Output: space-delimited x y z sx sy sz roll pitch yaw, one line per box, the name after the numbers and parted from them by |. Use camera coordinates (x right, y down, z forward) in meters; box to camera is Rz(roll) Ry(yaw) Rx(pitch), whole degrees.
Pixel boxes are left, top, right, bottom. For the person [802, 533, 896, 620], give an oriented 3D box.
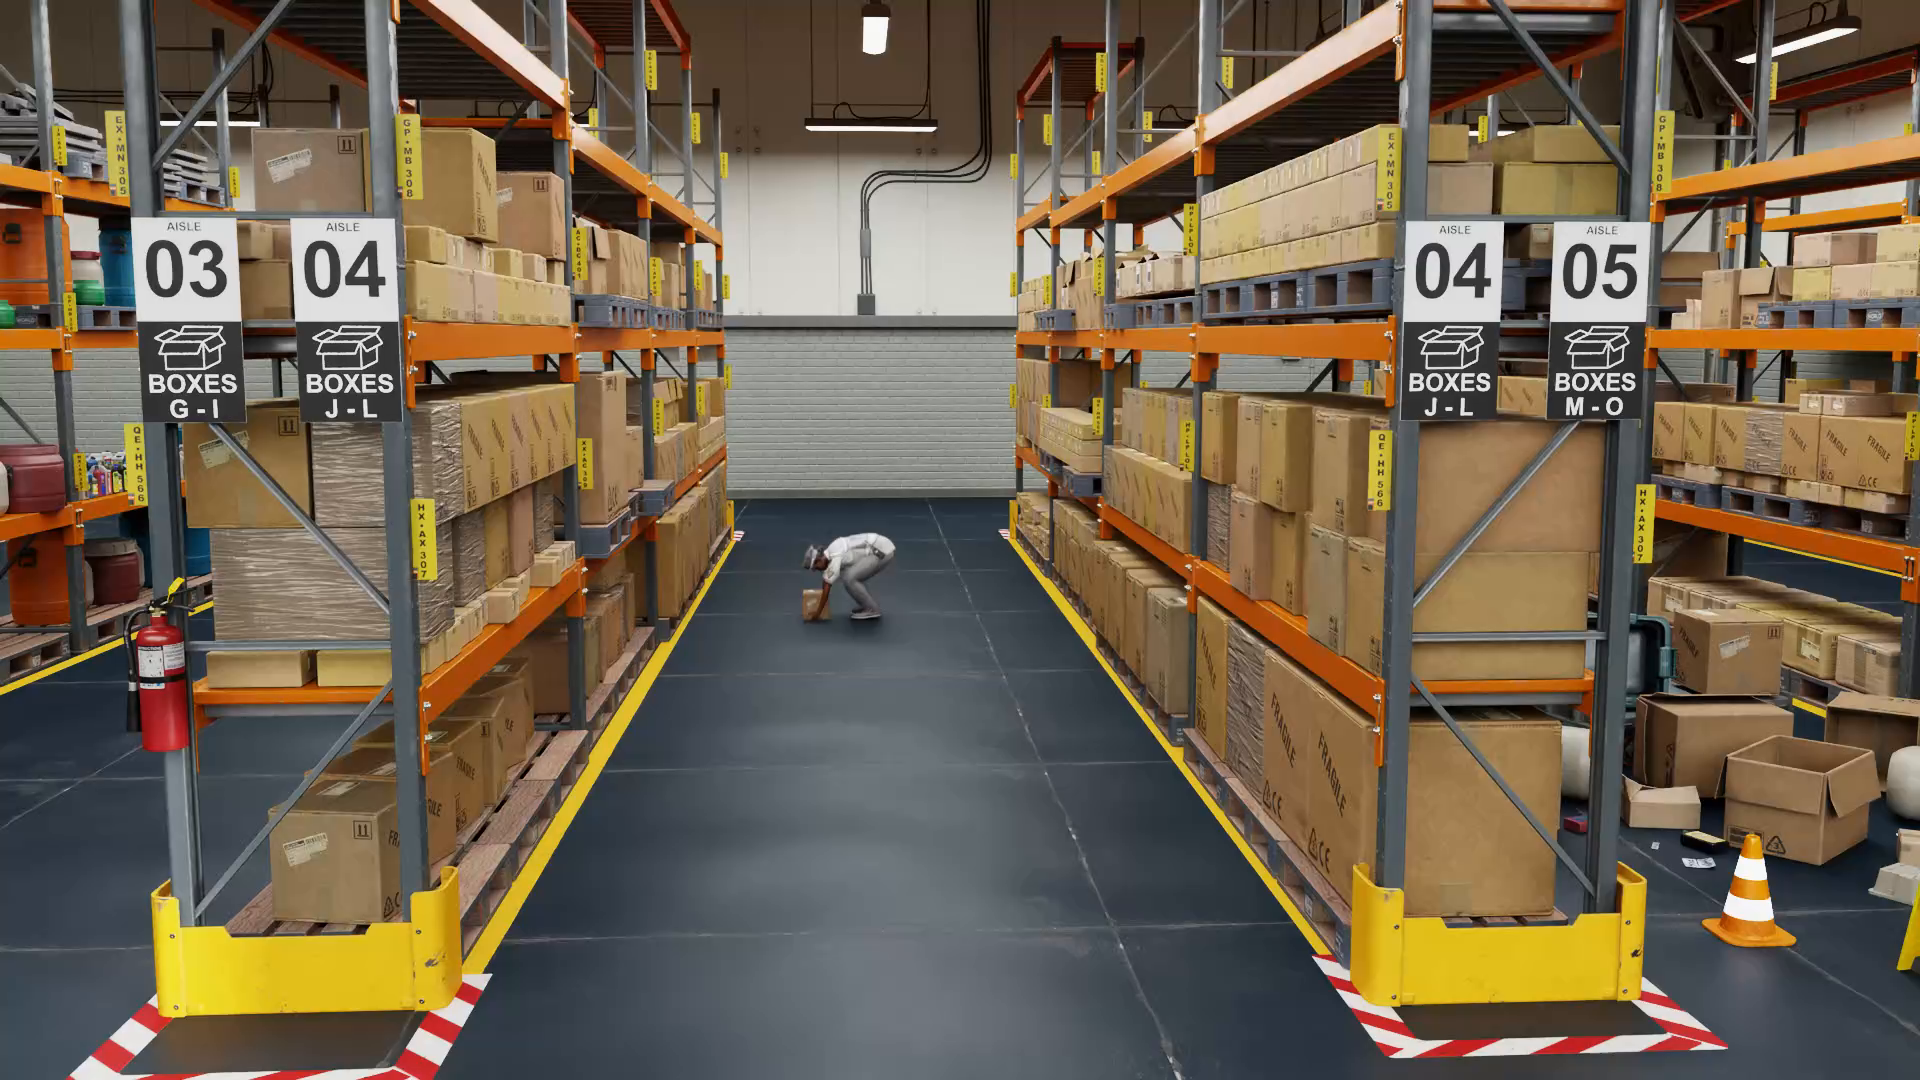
-1.088 0.359 16.321 0.913 0.842 0.470 -1 7 -6 | person
